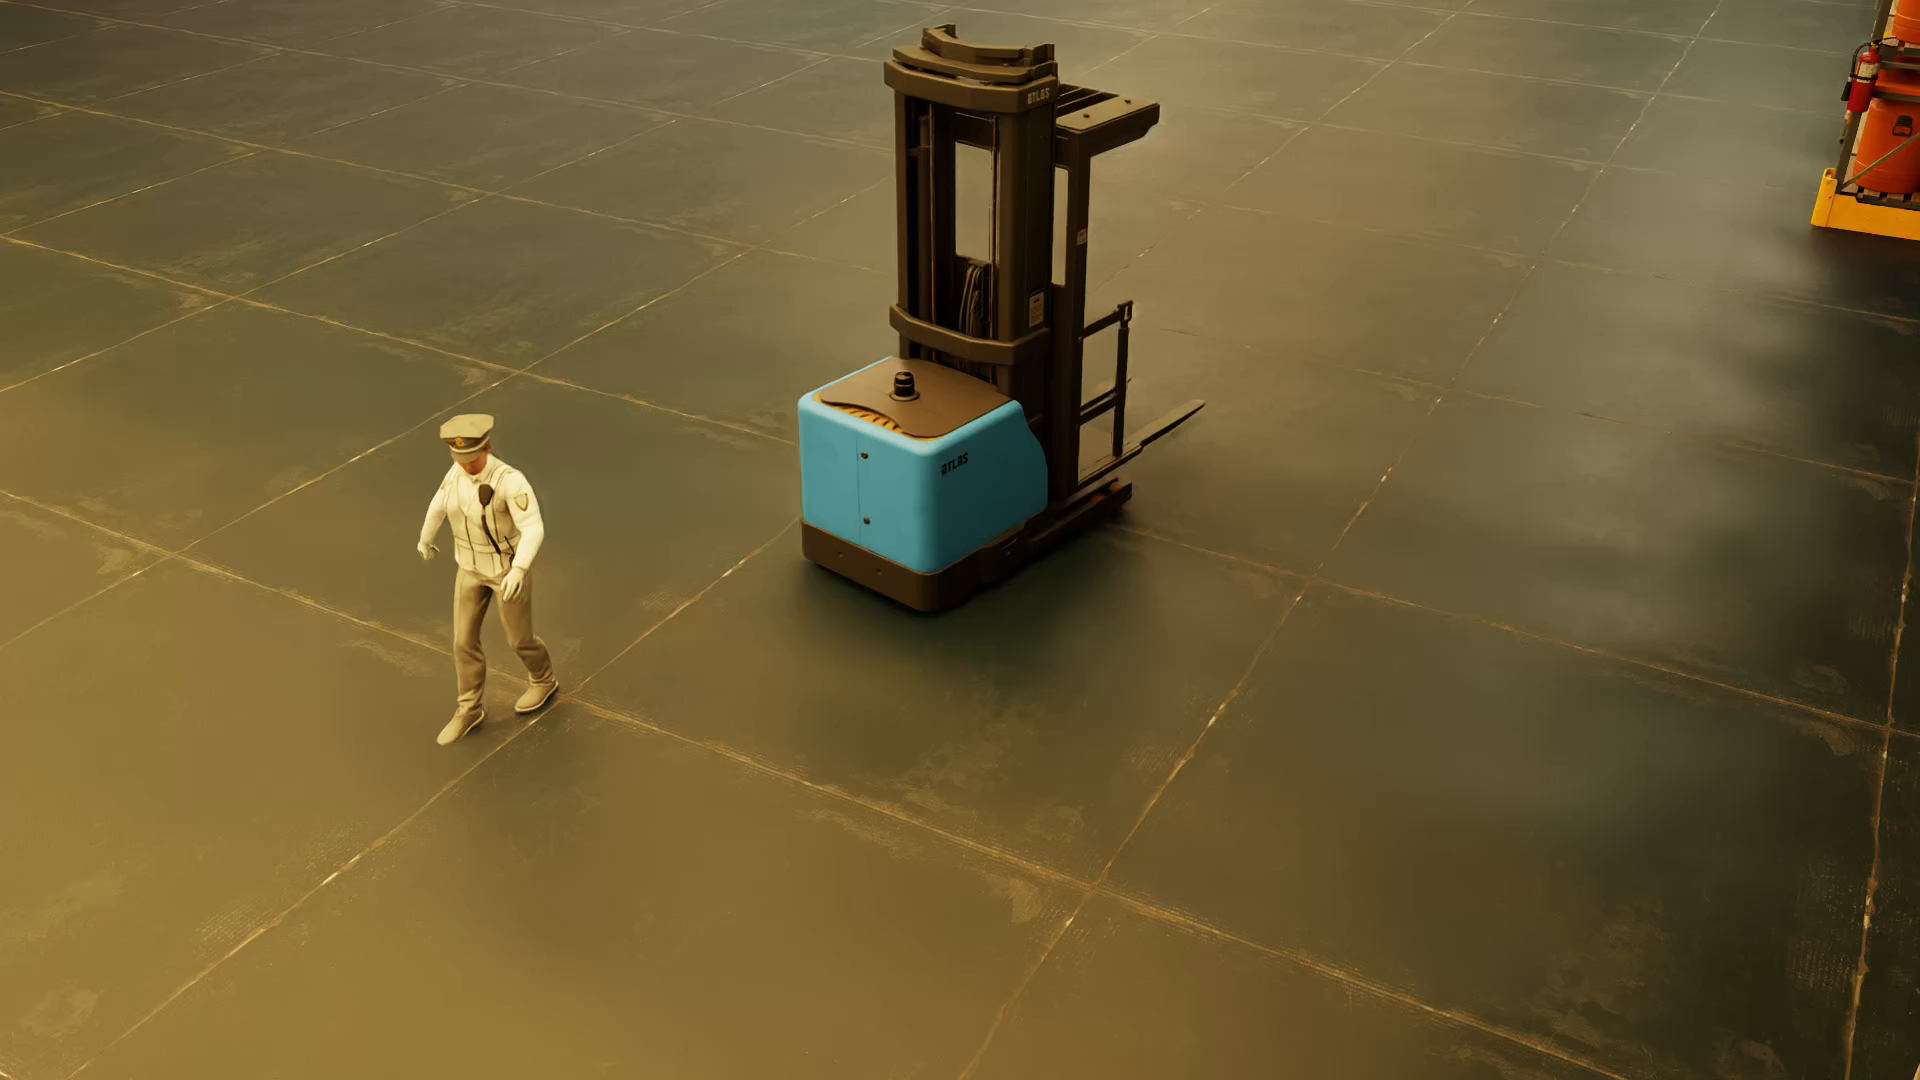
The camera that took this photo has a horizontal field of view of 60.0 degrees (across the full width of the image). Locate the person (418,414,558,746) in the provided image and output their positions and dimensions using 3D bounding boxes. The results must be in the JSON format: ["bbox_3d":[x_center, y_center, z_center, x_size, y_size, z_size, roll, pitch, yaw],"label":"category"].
[{"bbox_3d":[-2.347,0.195,8.059,0.919,1.667,0.660,13,33,22],"label":"person"}]

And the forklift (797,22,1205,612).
[{"bbox_3d":[0.415,-1.536,9.732,1.130,2.935,3.031,23,37,34],"label":"forklift"}]
